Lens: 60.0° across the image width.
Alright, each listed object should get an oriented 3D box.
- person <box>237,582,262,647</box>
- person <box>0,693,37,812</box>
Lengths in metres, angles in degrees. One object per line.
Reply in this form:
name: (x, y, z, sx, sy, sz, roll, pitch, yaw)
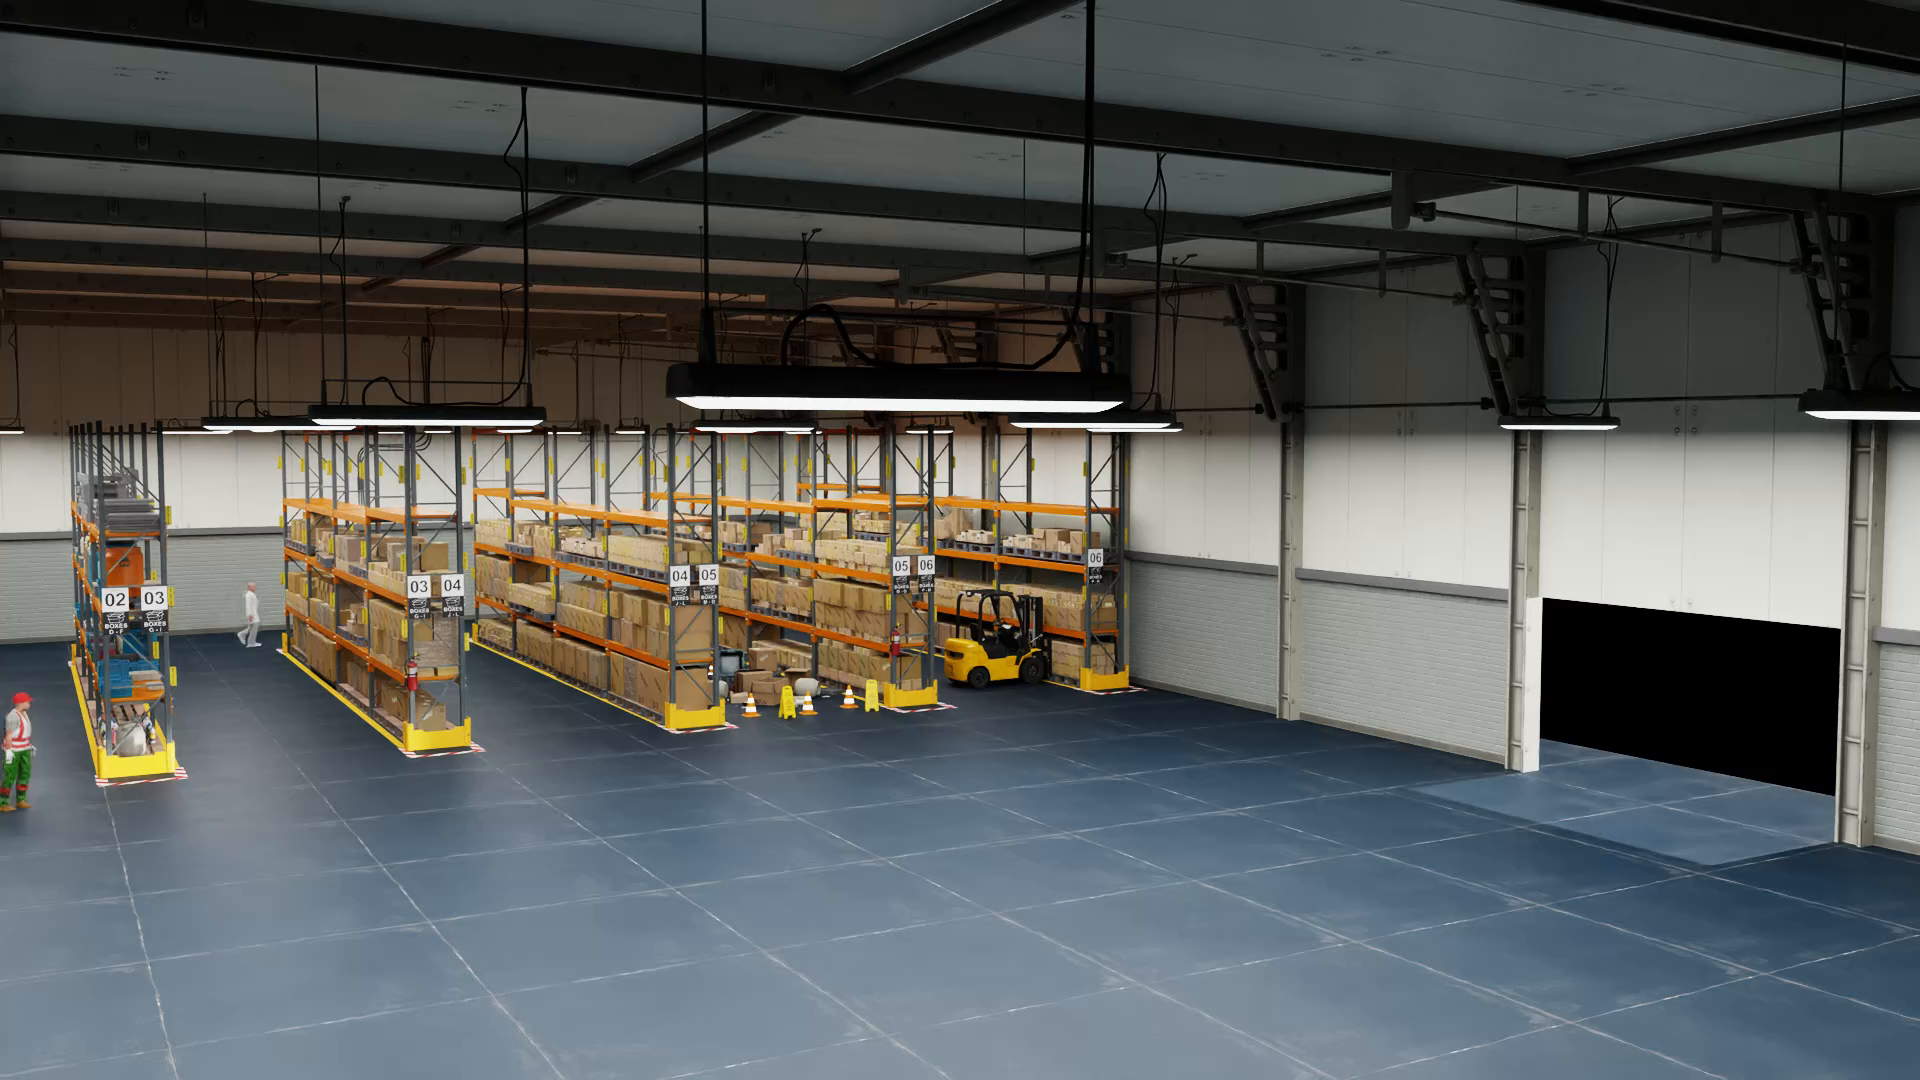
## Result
person: (-19.354, 2.031, 45.245, 0.614, 1.760, 0.678, -2, 4, -26)
person: (-14.502, 3.245, 25.595, 0.433, 1.788, 0.655, 0, 4, 3)
